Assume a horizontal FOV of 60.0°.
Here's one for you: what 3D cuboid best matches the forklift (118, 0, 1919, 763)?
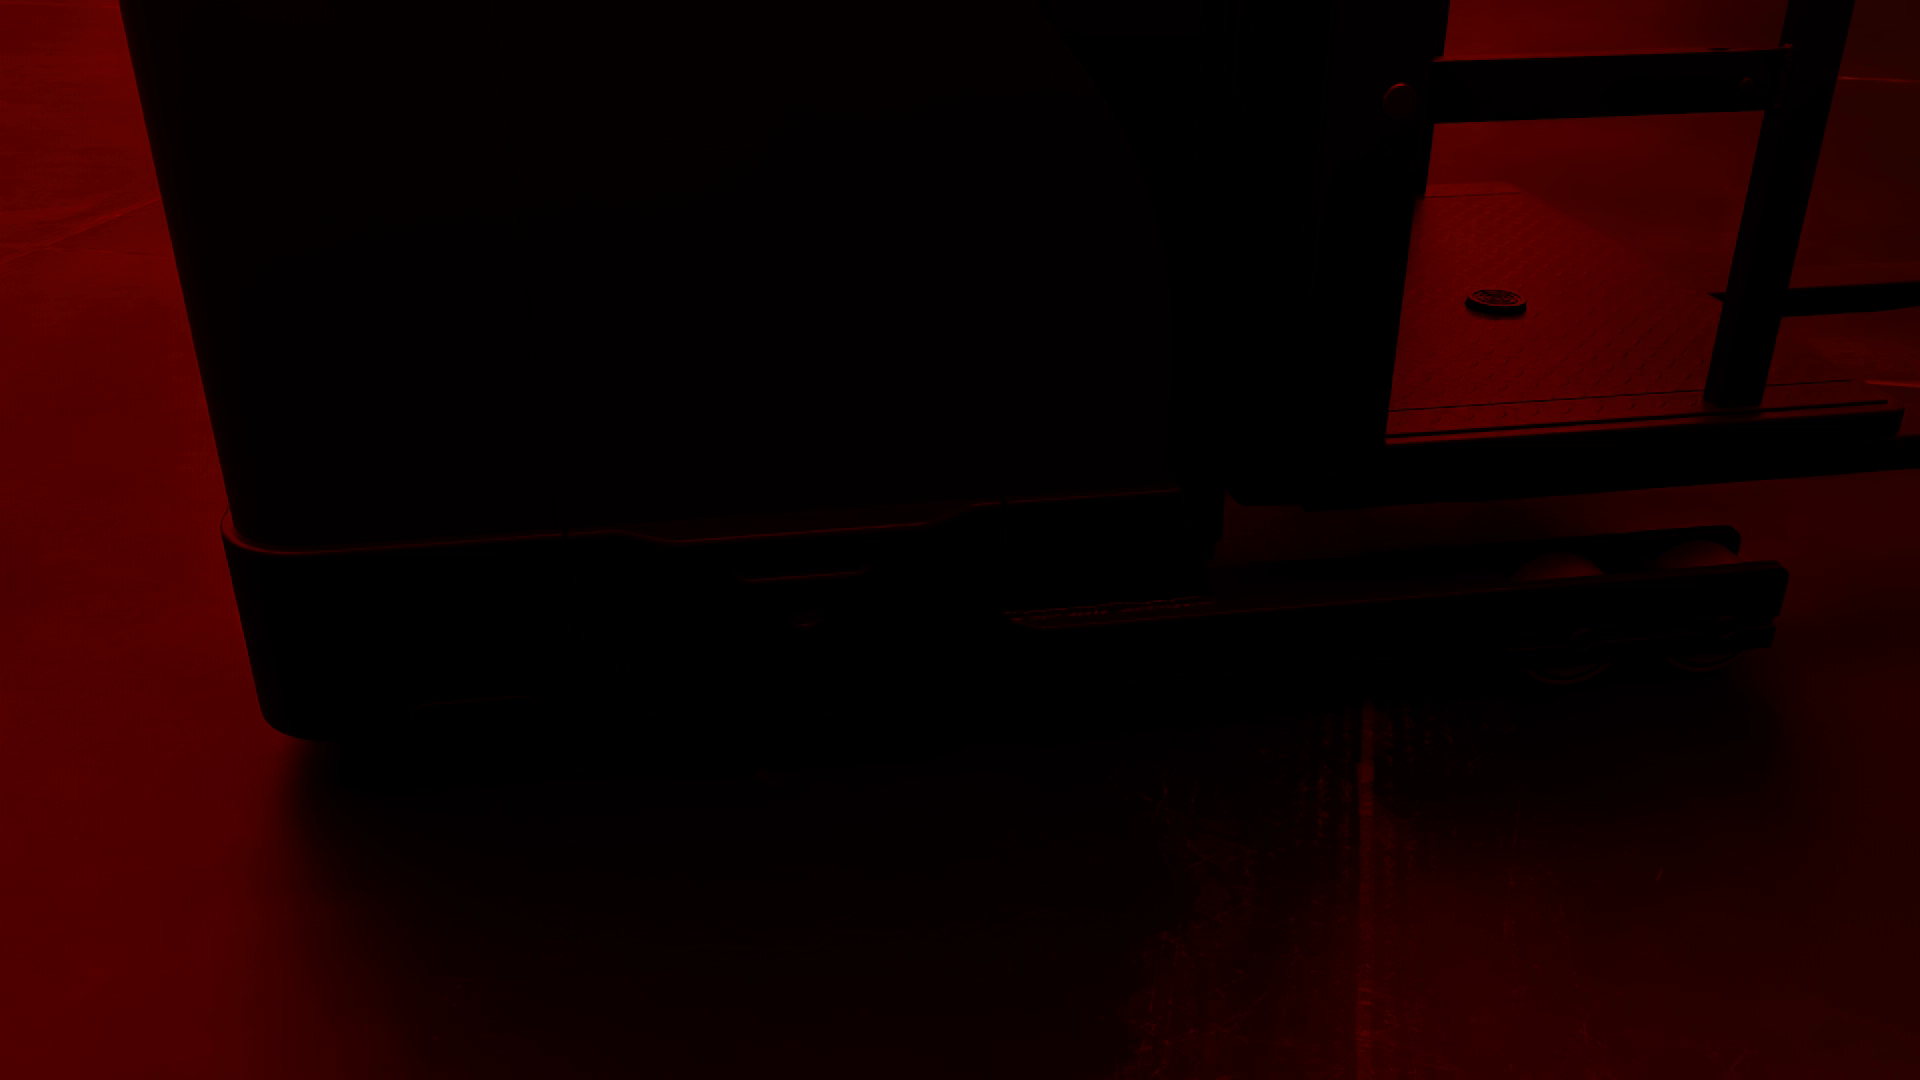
[{"bbox_3d":[0.600,-1.354,1.930,3.031,2.935,1.130,-4,27,-9],"label":"forklift"}]
